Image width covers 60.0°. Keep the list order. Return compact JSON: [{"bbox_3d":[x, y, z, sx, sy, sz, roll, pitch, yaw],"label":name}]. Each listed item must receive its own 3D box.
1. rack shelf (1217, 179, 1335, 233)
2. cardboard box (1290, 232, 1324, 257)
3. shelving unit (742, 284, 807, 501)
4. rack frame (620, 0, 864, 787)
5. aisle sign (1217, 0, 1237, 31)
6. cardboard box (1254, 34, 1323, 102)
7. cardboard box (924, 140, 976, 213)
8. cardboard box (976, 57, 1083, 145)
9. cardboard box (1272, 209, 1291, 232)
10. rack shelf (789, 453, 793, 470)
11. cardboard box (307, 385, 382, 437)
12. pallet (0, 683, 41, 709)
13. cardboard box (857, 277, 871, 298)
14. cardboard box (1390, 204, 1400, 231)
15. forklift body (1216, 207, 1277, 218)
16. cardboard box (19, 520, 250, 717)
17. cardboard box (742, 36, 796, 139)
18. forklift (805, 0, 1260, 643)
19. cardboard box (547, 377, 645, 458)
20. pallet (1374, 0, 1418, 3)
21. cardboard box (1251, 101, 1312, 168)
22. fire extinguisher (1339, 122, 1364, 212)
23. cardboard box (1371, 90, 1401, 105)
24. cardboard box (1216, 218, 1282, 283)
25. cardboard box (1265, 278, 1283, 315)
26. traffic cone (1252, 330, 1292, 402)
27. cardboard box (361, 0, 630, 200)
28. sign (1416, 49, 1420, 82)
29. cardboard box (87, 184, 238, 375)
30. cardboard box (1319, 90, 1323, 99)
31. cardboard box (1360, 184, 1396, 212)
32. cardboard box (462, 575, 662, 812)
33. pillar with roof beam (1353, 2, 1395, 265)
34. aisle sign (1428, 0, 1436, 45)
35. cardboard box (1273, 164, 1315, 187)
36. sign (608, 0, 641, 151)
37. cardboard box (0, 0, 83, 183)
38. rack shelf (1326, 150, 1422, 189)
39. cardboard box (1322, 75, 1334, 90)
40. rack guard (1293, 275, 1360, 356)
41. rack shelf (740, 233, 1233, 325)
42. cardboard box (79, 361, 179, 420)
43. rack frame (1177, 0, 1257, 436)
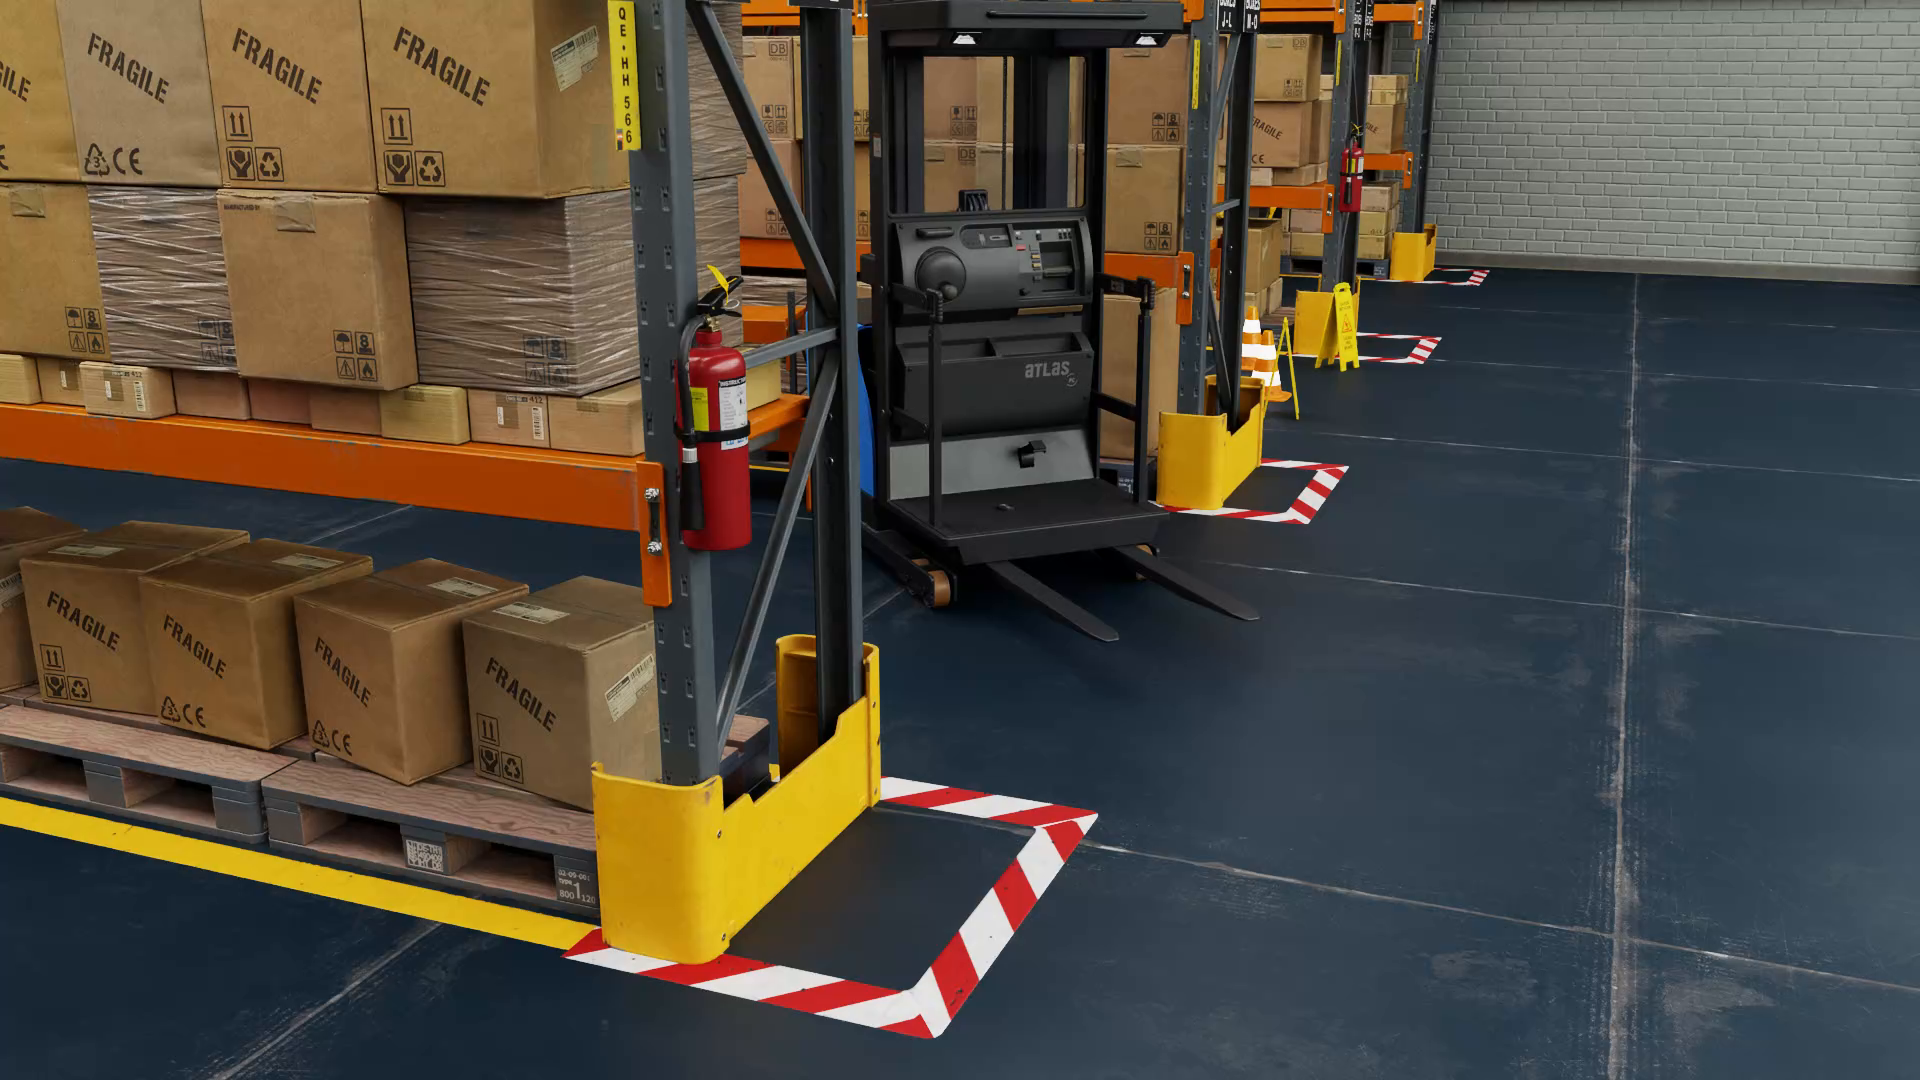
[{"bbox_3d":[1.238,-2.915,14.125,4.000,0.370,1.077,6,17,21],"label":"rack shelf"},{"bbox_3d":[3.904,-3.244,18.147,0.500,0.250,0.500,6,17,21],"label":"cardboard box"},{"bbox_3d":[-1.343,-0.819,8.977,1.048,1.125,0.538,2,16,7],"label":"shelving unit"},{"bbox_3d":[-0.538,-0.486,4.467,0.127,3.000,1.000,6,17,21],"label":"rack frame"},{"bbox_3d":[1.332,-2.925,8.207,0.004,0.787,0.394,6,17,21],"label":"aisle sign"},{"bbox_3d":[2.543,-3.723,13.110,0.500,0.500,0.700,6,17,19],"label":"cardboard box"},{"bbox_3d":[0.019,-2.000,9.415,0.550,0.550,0.875,6,17,21],"label":"cardboard box"},{"bbox_3d":[0.499,-2.433,8.967,0.550,0.550,0.875,6,17,21],"label":"cardboard box"},{"bbox_3d":[3.398,-3.535,18.252,0.500,0.250,0.500,6,17,19],"label":"cardboard box"},{"bbox_3d":[-1.343,-0.584,9.046,1.000,0.278,0.538,2,16,7],"label":"rack shelf"},{"bbox_3d":[-1.590,-0.408,4.650,0.250,0.149,0.380,6,17,21],"label":"cardboard box"},{"bbox_3d":[-3.621,0.504,6.060,1.213,0.211,1.003,6,17,21],"label":"pallet"},{"bbox_3d":[-0.099,-1.085,9.588,0.875,0.875,0.875,6,17,20],"label":"cardboard box"},{"bbox_3d":[4.555,-3.567,18.362,0.500,0.250,0.500,7,17,22],"label":"cardboard box"},{"bbox_3d":[2.482,-3.657,16.912,1.214,2.155,2.313,6,17,21],"label":"forklift body"},{"bbox_3d":[-2.760,0.255,5.646,0.500,0.500,0.500,5,17,16],"label":"cardboard box"},{"bbox_3d":[-1.008,-2.598,9.536,0.550,0.550,0.875,6,17,21],"label":"cardboard box"},{"bbox_3d":[0.245,-1.247,7.213,1.130,2.935,3.031,-7,18,-22],"label":"forklift"},{"bbox_3d":[-0.879,-0.341,4.418,0.250,0.149,0.380,6,17,21],"label":"cardboard box"},{"bbox_3d":[4.268,-5.821,17.622,1.213,0.211,1.003,6,17,21],"label":"pallet"},{"bbox_3d":[2.492,-3.231,13.210,0.500,0.500,0.500,6,17,20],"label":"cardboard box"},{"bbox_3d":[3.035,-2.888,12.879,0.183,0.674,0.296,6,17,21],"label":"fire extinguisher"},{"bbox_3d":[4.490,-4.666,17.523,0.250,0.149,0.380,7,17,21],"label":"cardboard box"},{"bbox_3d":[2.427,-2.454,14.079,0.500,0.500,0.500,6,17,19],"label":"cardboard box"},{"bbox_3d":[2.449,-2.091,14.176,0.500,0.250,0.500,6,17,20],"label":"cardboard box"},{"bbox_3d":[2.134,-1.224,11.561,0.334,0.463,0.336,6,17,21],"label":"traffic cone"},{"bbox_3d":[-1.140,-1.149,4.245,0.500,0.500,0.500,6,17,21],"label":"cardboard box"},{"bbox_3d":[4.704,-4.874,17.081,0.005,0.325,0.100,6,17,21],"label":"sign"},{"bbox_3d":[-1.998,-0.822,4.913,0.500,0.500,0.875,6,17,21],"label":"cardboard box"},{"bbox_3d":[3.797,-4.755,17.830,0.250,0.149,0.380,6,17,20],"label":"cardboard box"},{"bbox_3d":[4.373,-3.671,17.825,0.500,0.250,0.500,7,18,22],"label":"cardboard box"},{"bbox_3d":[-1.113,0.445,4.992,0.500,0.500,0.500,10,19,31],"label":"cardboard box"},{"bbox_3d":[3.019,-6.413,14.124,0.400,9.000,9.100,6,17,21],"label":"pillar with roof beam"},{"bbox_3d":[4.869,-5.509,17.108,0.004,0.787,0.394,6,17,21],"label":"aisle sign"},{"bbox_3d":[2.672,-2.918,13.296,0.250,0.149,0.380,7,18,22],"label":"cardboard box"},{"bbox_3d":[-0.760,-1.052,3.772,0.005,0.325,0.100,6,17,21],"label":"sign"},{"bbox_3d":[-2.534,-1.304,4.778,0.500,0.500,0.500,6,17,21],"label":"cardboard box"},{"bbox_3d":[3.055,-4.203,18.561,4.000,0.370,1.077,6,17,21],"label":"rack shelf"},{"bbox_3d":[4.011,-4.865,17.675,0.250,0.149,0.380,7,17,22],"label":"cardboard box"},{"bbox_3d":[3.027,-1.863,13.695,0.348,0.500,1.175,6,17,21],"label":"rack guard"},{"bbox_3d":[-0.485,-1.621,9.667,4.000,0.370,1.077,6,17,21],"label":"rack shelf"},{"bbox_3d":[-2.313,-0.467,4.852,0.250,0.149,0.380,6,17,21],"label":"cardboard box"},{"bbox_3d":[1.376,-1.762,8.862,0.127,3.000,1.000,6,17,21],"label":"rack frame"}]
